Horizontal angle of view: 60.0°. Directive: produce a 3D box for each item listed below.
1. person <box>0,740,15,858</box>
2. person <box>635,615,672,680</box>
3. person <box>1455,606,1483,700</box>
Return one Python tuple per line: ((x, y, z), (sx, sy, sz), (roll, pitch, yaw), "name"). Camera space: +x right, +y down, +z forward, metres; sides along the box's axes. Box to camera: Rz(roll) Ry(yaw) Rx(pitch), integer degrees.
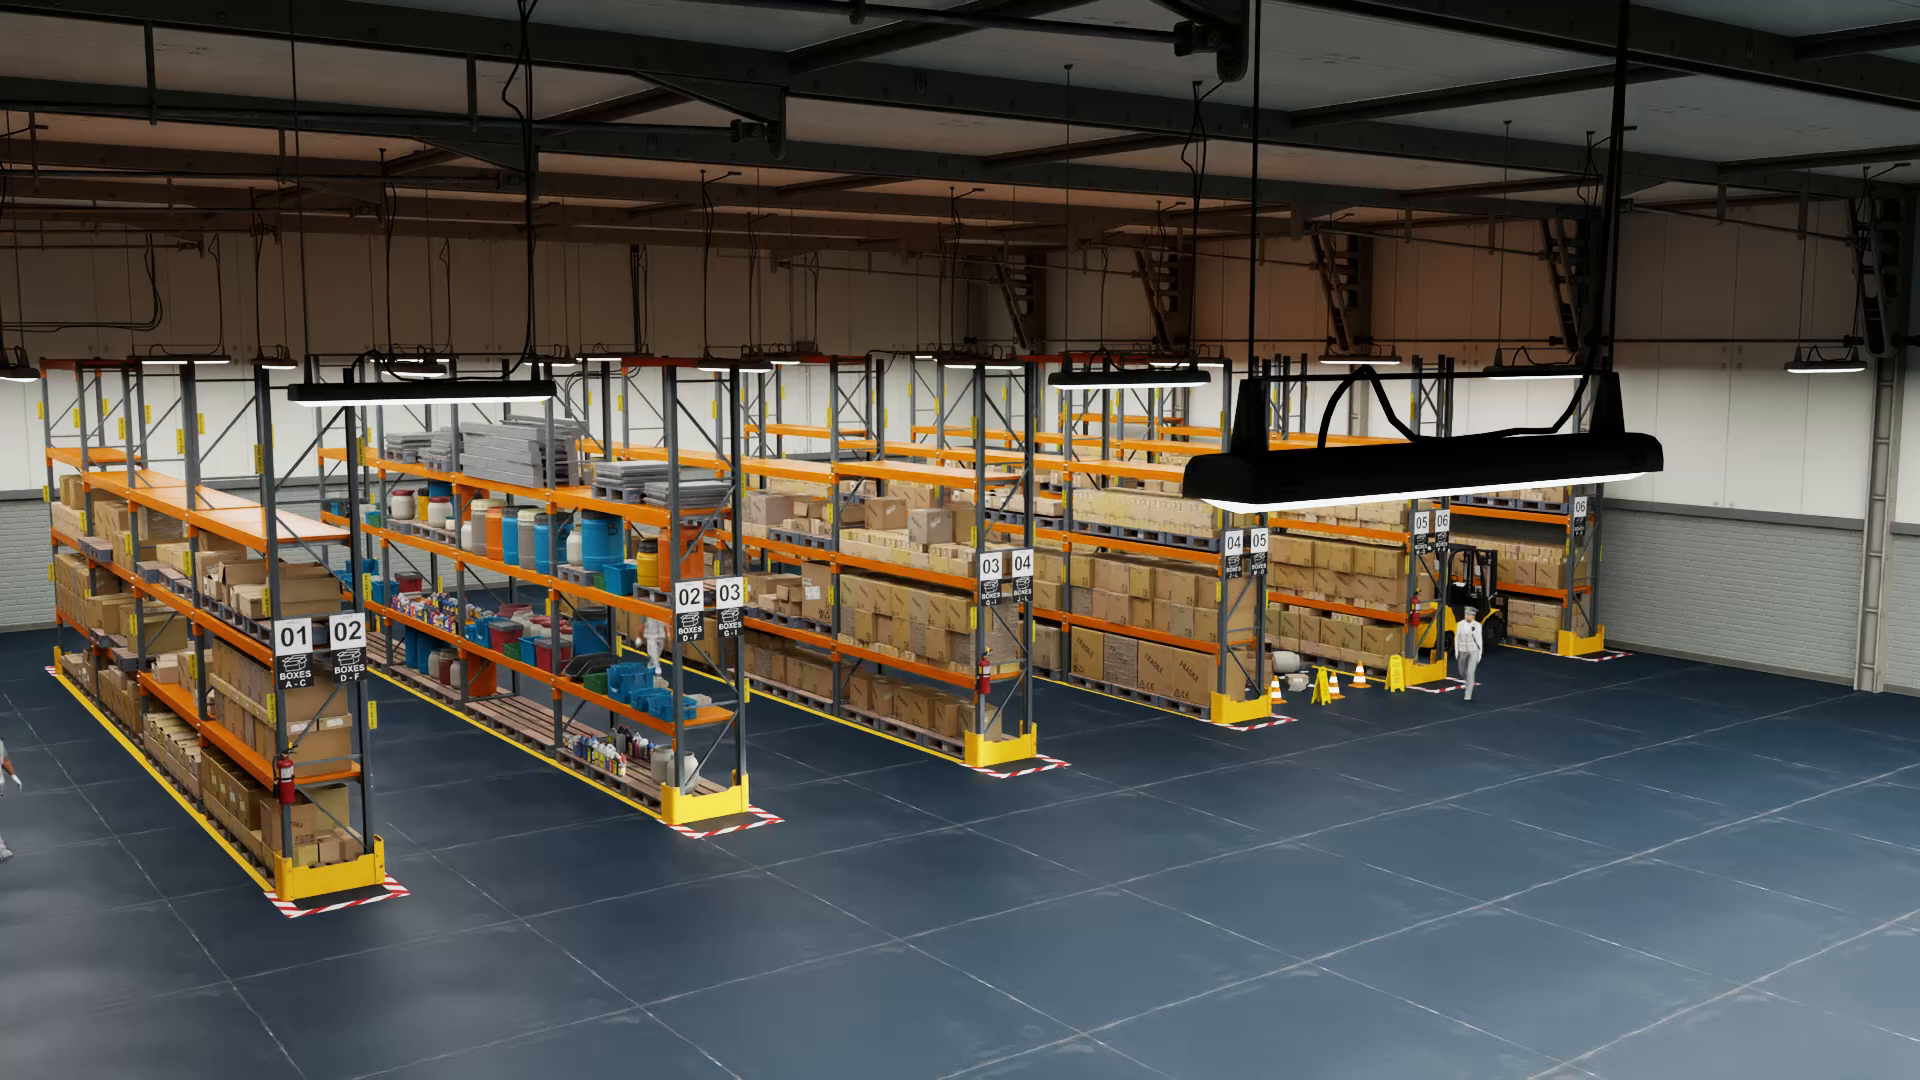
((-11.980, 3.001, 20.492), (1.136, 1.723, 0.630), (4, 8, 28), "person")
((-5.543, 1.797, 30.370), (0.600, 1.721, 1.050), (-6, 9, -41), "person")
((9.042, 1.962, 29.547), (0.481, 1.639, 0.868), (4, 8, 31), "person")
